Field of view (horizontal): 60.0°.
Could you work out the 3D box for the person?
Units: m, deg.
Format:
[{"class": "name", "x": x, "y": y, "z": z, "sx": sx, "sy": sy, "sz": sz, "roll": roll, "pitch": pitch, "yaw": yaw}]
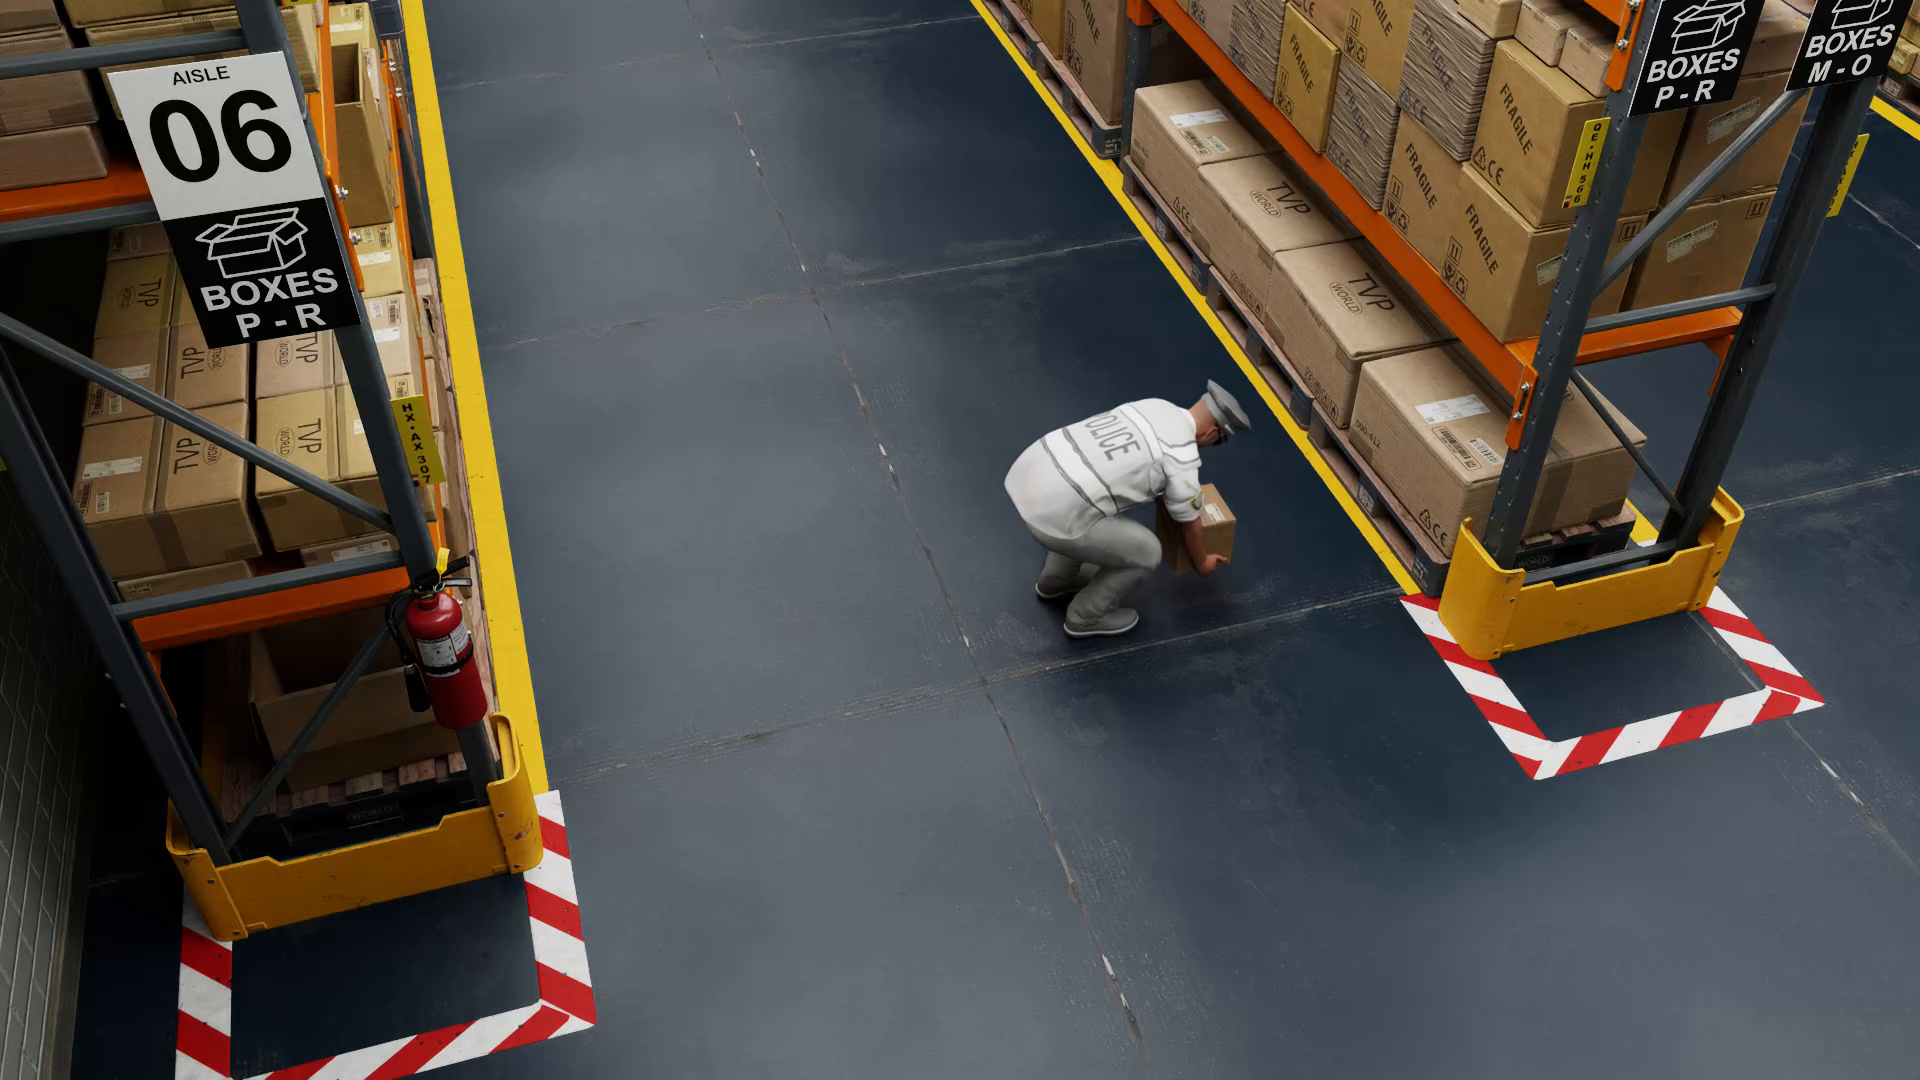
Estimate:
[{"class": "person", "x": 0.696, "y": -0.128, "z": 6.830, "sx": 1.029, "sy": 1.044, "sz": 0.518, "roll": -14, "pitch": 44, "yaw": -15}]
